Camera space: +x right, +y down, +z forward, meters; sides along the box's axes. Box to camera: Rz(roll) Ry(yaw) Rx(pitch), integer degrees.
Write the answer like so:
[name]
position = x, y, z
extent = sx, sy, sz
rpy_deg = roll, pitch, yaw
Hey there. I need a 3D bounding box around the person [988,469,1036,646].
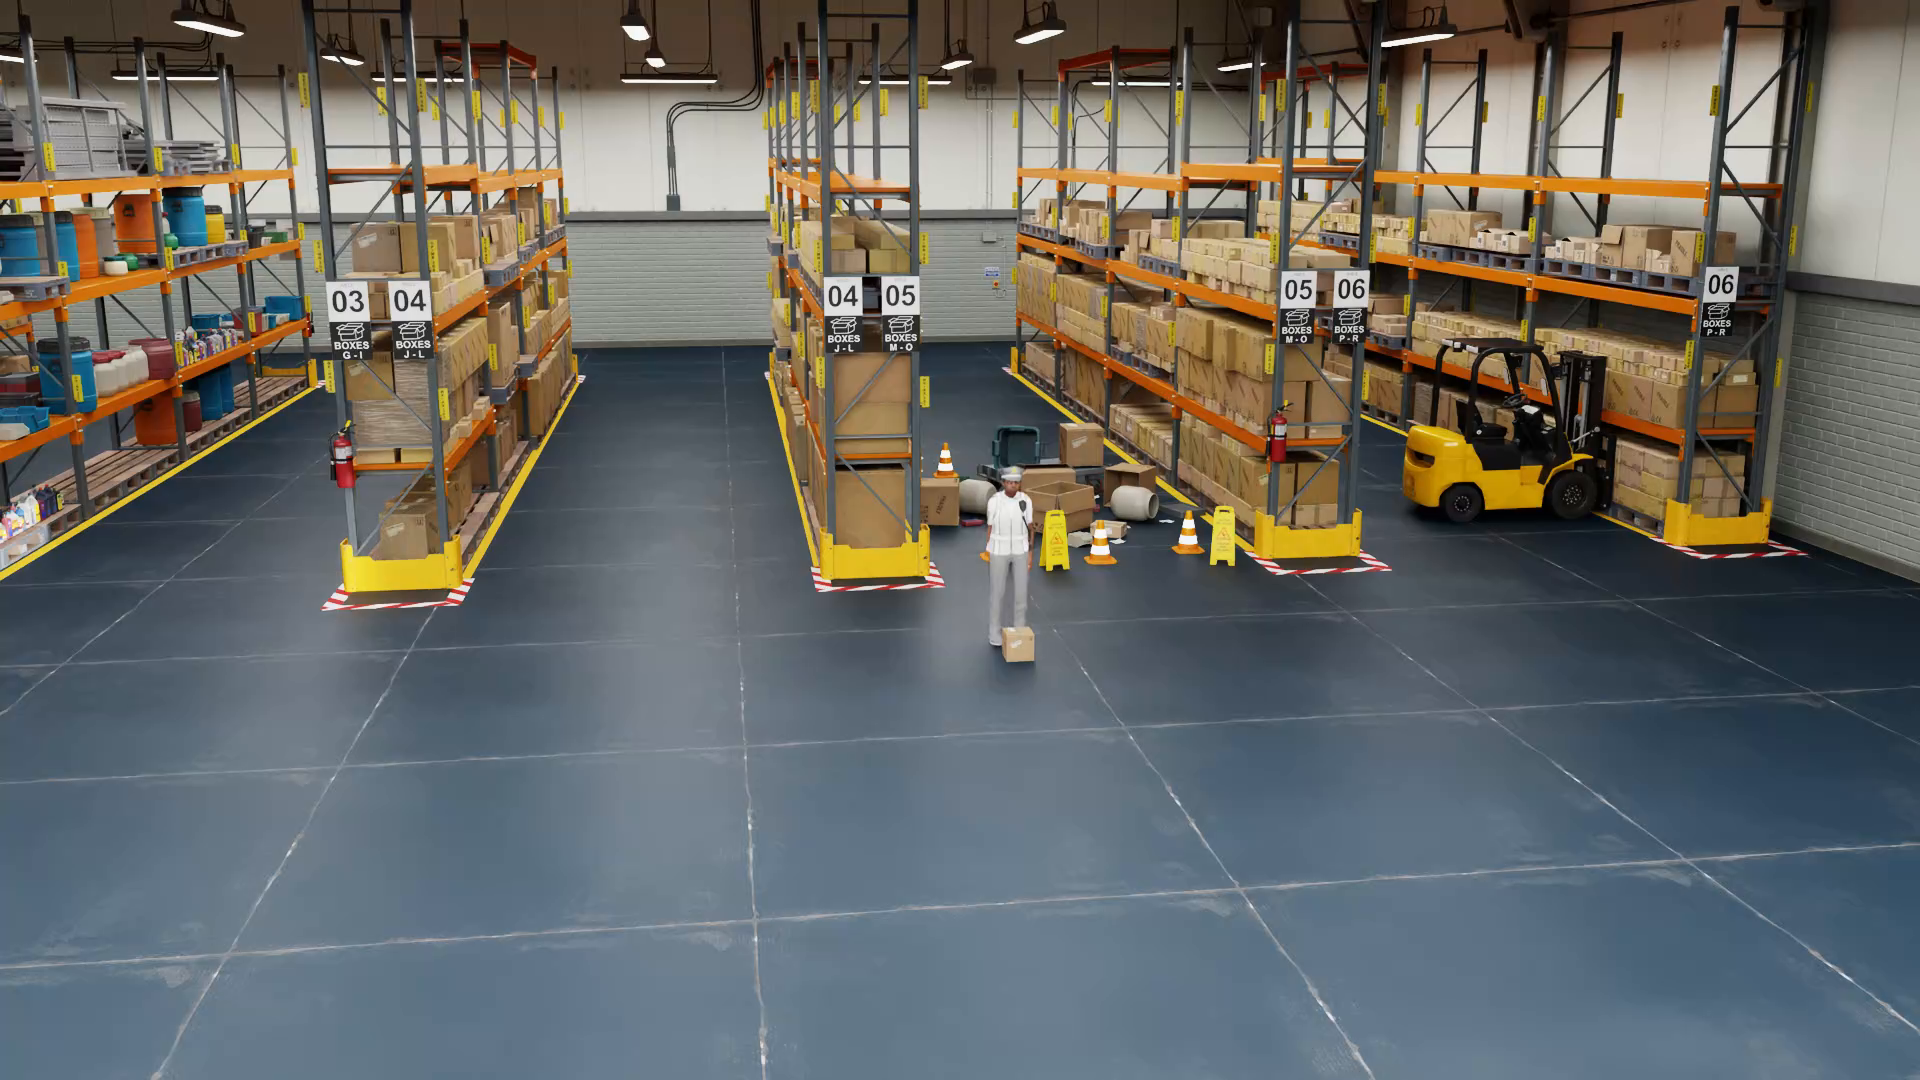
[person]
position = 0.479, 0.158, 15.373
extent = 0.444, 1.648, 0.365
rpy_deg = -2, 13, -7
